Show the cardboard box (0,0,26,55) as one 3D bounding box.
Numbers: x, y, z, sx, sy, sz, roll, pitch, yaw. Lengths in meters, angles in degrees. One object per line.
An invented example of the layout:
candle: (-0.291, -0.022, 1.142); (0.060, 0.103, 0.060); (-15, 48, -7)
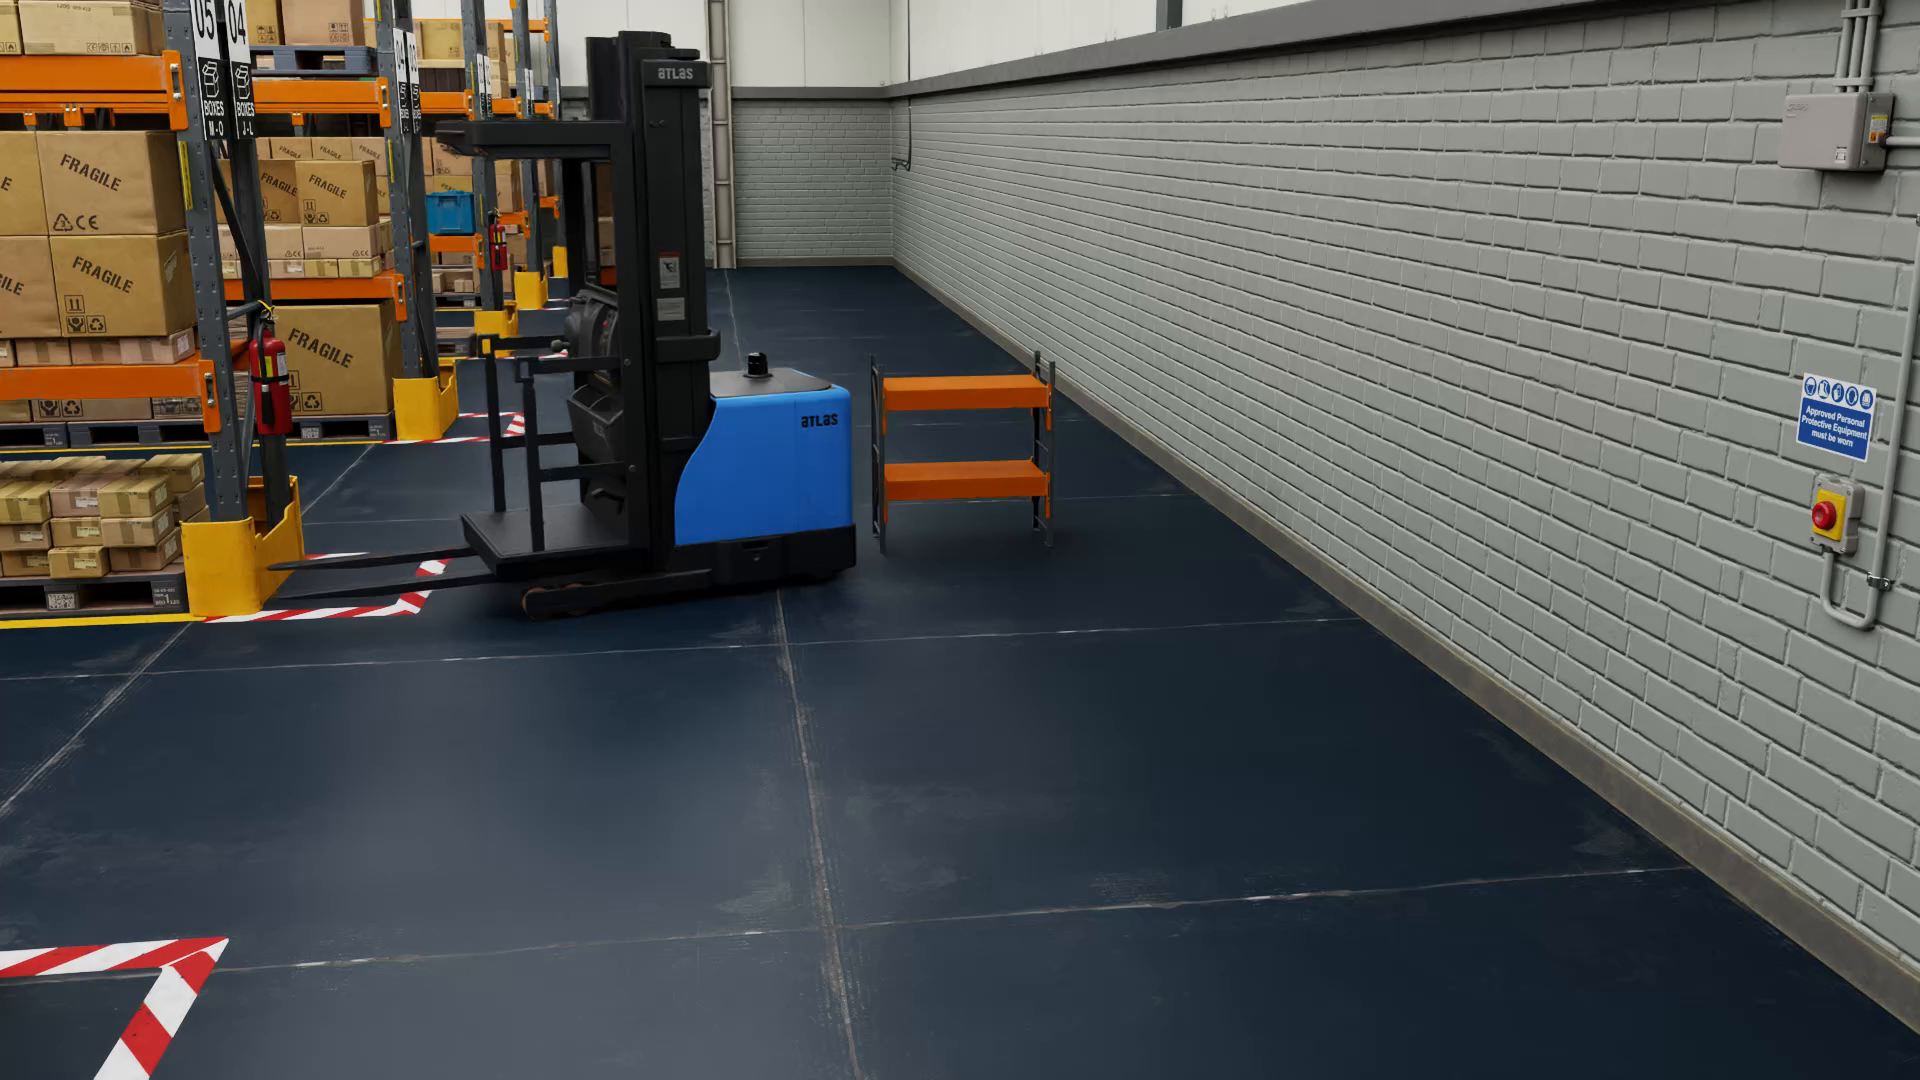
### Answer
cardboard box: (-4.761, -2.483, 8.100); (0.500, 0.250, 0.500); (-2, 14, -8)

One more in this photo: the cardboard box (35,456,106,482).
cardboard box: (-4.939, -0.356, 9.251); (0.250, 0.149, 0.380); (-2, 14, -8)

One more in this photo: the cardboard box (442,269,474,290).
cardboard box: (-7.033, -3.691, 23.522); (0.500, 0.250, 0.500); (-2, 14, -8)

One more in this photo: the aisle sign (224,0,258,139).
aisle sign: (-3.820, -2.537, 8.828); (0.004, 0.787, 0.394); (-2, 14, -8)

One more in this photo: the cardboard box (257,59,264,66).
cardboard box: (-9.396, -6.219, 21.967); (0.500, 0.250, 0.500); (-2, 14, -8)

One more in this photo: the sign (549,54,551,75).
sign: (-6.633, -7.688, 26.886); (0.005, 0.325, 0.100); (-2, 14, -8)

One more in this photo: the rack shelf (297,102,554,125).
rack shelf: (-8.678, -7.006, 27.305); (4.000, 0.370, 1.077); (-2, 14, -8)

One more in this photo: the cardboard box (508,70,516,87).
cardboard box: (-7.384, -7.517, 27.101); (0.500, 0.250, 0.500); (-2, 14, -7)

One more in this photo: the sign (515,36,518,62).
sign: (-5.895, -6.531, 22.112); (0.005, 0.325, 0.100); (-2, 14, -8)

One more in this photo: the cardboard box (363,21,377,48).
cardboard box: (-7.958, -6.710, 22.383); (0.500, 0.500, 0.700); (-2, 14, -8)

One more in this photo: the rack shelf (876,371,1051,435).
rack shelf: (0.007, -0.830, 10.015); (1.000, 0.278, 0.538); (-2, 14, -8)

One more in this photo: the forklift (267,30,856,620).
forklift: (-2.140, -1.154, 8.799); (3.031, 2.935, 1.130); (-7, 16, -25)

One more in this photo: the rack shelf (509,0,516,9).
rack shelf: (-7.936, -7.268, 22.189); (4.000, 0.370, 1.077); (-2, 14, -8)

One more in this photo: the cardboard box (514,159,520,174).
cardboard box: (-6.436, -5.362, 23.175); (0.500, 0.500, 0.500); (-2, 14, -7)

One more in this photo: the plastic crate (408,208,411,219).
plastic crate: (-6.168, -3.584, 18.567); (0.300, 0.233, 0.416); (-2, 14, -8)

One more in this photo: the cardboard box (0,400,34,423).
cardboard box: (-7.777, -1.431, 13.266); (0.875, 0.875, 0.875); (-2, 14, -8)

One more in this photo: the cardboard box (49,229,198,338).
cardboard box: (-4.253, -1.316, 8.486); (0.500, 0.500, 0.500); (-2, 14, -7)

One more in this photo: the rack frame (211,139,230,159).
rack frame: (-9.914, -4.636, 22.542); (0.127, 3.000, 1.000); (-2, 14, -8)

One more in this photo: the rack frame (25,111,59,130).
rack frame: (-14.611, -5.683, 26.715); (0.127, 3.000, 1.000); (-2, 14, -8)

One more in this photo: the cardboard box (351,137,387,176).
cardboard box: (-7.877, -5.175, 22.431); (0.500, 0.500, 0.500); (-2, 14, -7)

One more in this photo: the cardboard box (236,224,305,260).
cardboard box: (-5.427, -2.370, 13.203); (0.500, 0.250, 0.500); (-2, 14, -9)

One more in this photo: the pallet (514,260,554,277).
pallet: (-7.479, -4.572, 28.020); (1.213, 0.211, 1.003); (-2, 14, -8)

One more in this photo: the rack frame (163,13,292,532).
rack frame: (-3.847, -1.201, 8.846); (0.127, 3.000, 1.000); (-2, 14, -8)

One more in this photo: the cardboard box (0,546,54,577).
cardboard box: (-4.850, 0.069, 8.776); (0.250, 0.149, 0.380); (-2, 14, -9)

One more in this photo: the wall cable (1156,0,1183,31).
wall cable: (1.619, -6.244, 10.008); (0.120, 5.999, 2.277); (-2, 14, -8)

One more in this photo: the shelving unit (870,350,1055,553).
shelving unit: (0.007, -0.546, 10.086); (1.048, 1.125, 0.538); (-2, 14, -8)

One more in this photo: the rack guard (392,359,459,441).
rack guard: (-4.462, -1.187, 13.926); (0.348, 0.500, 1.175); (-2, 14, -8)

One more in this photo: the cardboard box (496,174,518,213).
cardboard box: (-6.361, -4.748, 22.782); (0.500, 0.500, 0.500); (-2, 14, -7)

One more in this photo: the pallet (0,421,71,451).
pallet: (-7.678, -0.909, 13.414); (1.213, 0.211, 1.003); (-2, 14, -8)

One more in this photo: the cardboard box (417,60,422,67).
cardboard box: (-7.418, -6.291, 22.253); (0.500, 0.250, 0.500); (-2, 14, -8)

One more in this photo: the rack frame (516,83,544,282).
rack frame: (-5.958, -4.781, 23.120); (0.127, 3.000, 1.000); (-2, 14, -8)

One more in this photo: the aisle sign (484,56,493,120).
aisle sign: (-5.197, -4.925, 18.348); (0.004, 0.787, 0.394); (-2, 14, -8)

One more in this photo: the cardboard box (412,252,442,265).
cardboard box: (-8.895, -4.857, 27.697); (0.500, 0.500, 0.700); (-2, 14, -7)

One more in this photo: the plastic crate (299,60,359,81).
plastic crate: (-6.776, -5.025, 18.054); (0.767, 0.338, 0.504); (-2, 14, -8)

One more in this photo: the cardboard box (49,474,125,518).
cardboard box: (-4.590, -0.236, 8.769); (0.250, 0.149, 0.380); (-2, 14, -7)

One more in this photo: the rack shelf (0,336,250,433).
rack shelf: (-5.825, -0.780, 8.645); (4.000, 0.370, 1.077); (-2, 14, -8)

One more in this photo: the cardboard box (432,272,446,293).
cardboard box: (-7.403, -3.555, 22.978); (0.500, 0.250, 0.500); (-2, 14, -8)

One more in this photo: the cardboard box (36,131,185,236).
cardboard box: (-4.263, -1.803, 8.372); (0.500, 0.500, 0.500); (-2, 14, -9)

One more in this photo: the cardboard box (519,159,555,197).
cardboard box: (-7.203, -6.097, 27.751); (0.700, 0.700, 0.980); (-1, 14, -6)

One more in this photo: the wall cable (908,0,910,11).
wall cable: (-0.651, -9.294, 24.784); (0.112, 2.526, 3.097); (-2, 14, -8)

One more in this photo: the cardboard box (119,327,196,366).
cardboard box: (-4.127, -1.000, 8.559); (0.250, 0.149, 0.380); (-2, 14, -8)

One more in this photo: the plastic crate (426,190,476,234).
plastic crate: (-5.527, -3.579, 18.130); (0.499, 0.435, 0.616); (-2, 14, -8)

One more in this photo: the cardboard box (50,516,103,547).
cardboard box: (-4.593, -0.082, 8.770); (0.250, 0.149, 0.380); (-2, 14, -10)

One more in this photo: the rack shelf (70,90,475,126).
rack shelf: (-7.202, -4.623, 17.802); (4.000, 0.370, 1.077); (-2, 14, -8)

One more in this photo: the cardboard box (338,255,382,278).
cardboard box: (-4.789, -2.184, 13.281); (0.250, 0.149, 0.380); (-2, 14, -7)

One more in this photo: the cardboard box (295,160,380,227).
cardboard box: (-4.929, -2.753, 13.187); (0.500, 0.500, 0.500); (-2, 14, -8)

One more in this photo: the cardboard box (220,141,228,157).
cardboard box: (-11.586, -6.299, 26.773); (0.500, 0.250, 0.500); (-2, 14, -7)

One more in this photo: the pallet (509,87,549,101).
pallet: (-7.432, -7.355, 27.400); (1.213, 0.211, 1.003); (-2, 14, -8)

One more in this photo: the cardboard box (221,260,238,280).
cardboard box: (-5.799, -2.147, 13.132); (0.250, 0.149, 0.380); (-2, 14, -10)
